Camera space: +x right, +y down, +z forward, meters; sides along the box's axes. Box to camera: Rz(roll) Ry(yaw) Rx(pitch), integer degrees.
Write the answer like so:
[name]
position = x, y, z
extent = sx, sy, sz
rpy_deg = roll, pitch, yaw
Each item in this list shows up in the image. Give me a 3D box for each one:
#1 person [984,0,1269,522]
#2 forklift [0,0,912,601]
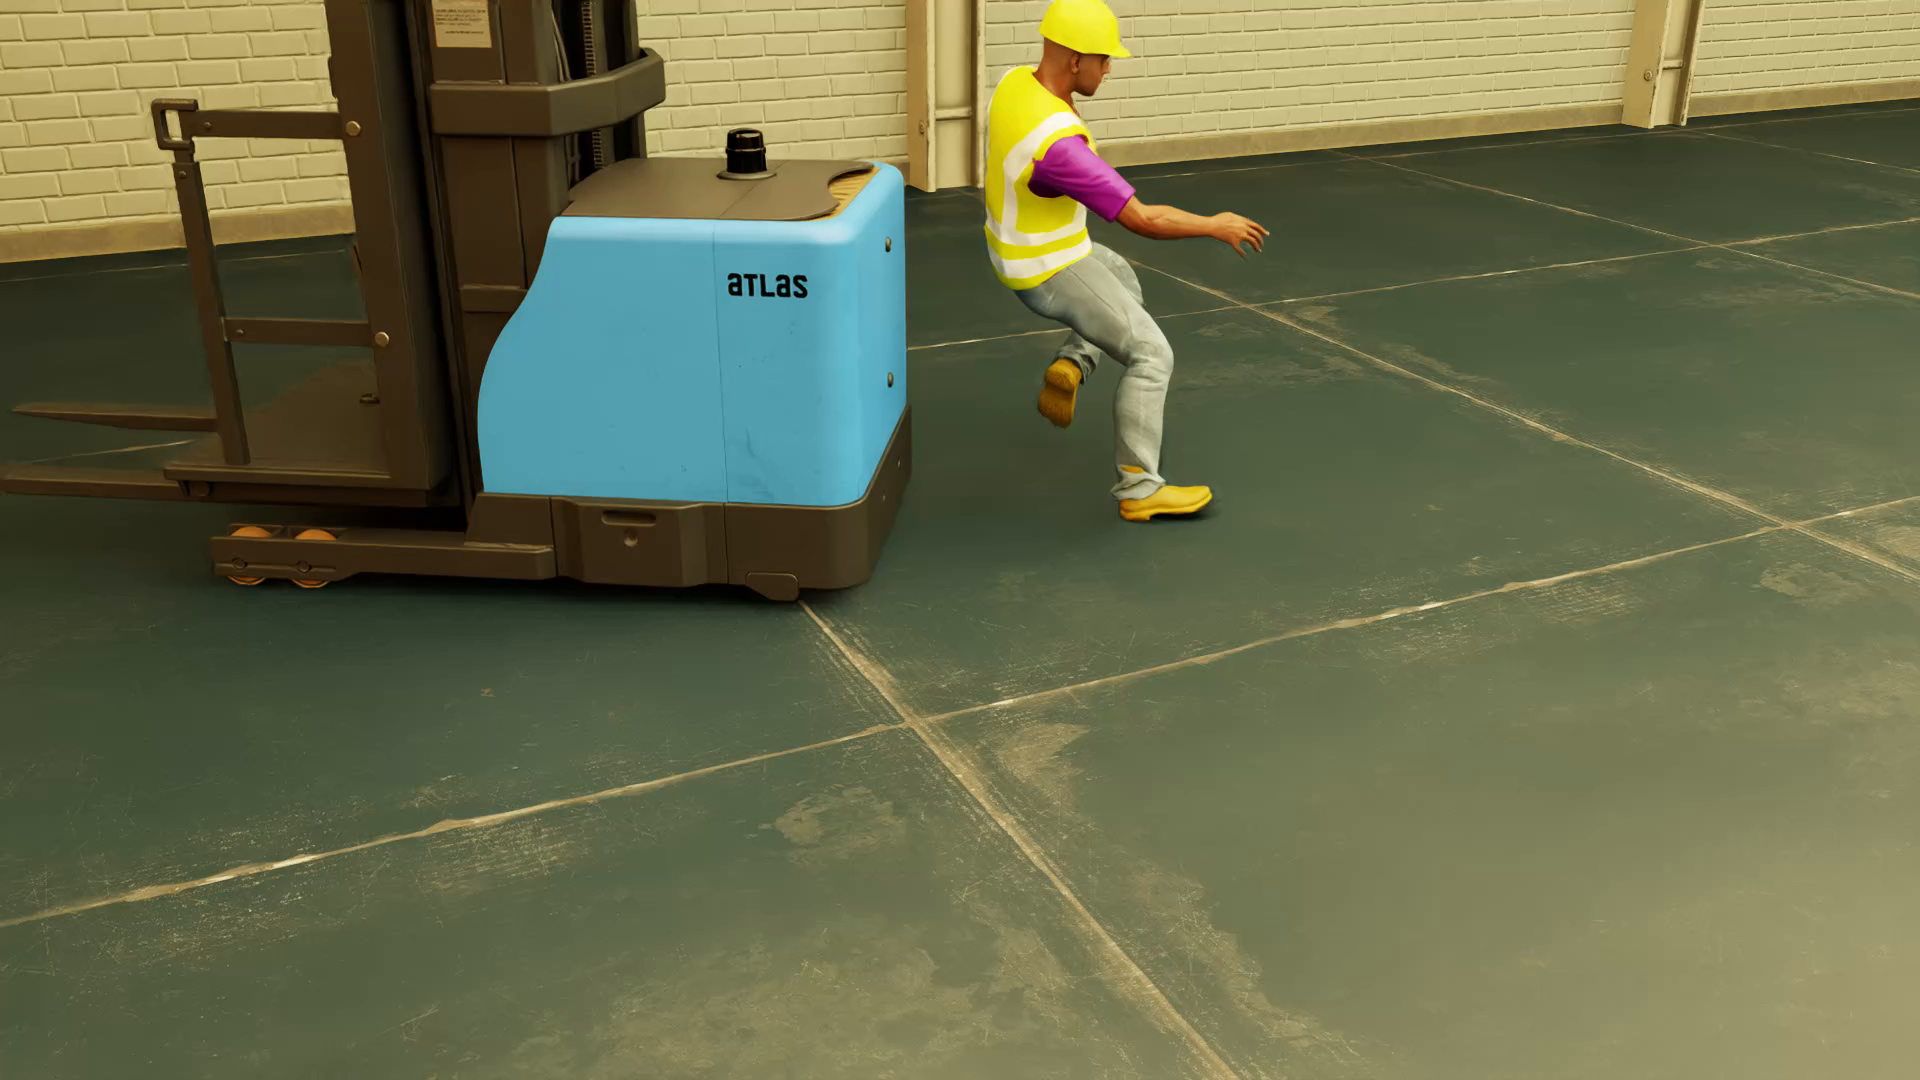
[person]
position = 0.503, -0.930, 5.312
extent = 0.808, 1.572, 0.836
rpy_deg = -4, 23, -10
[forklift]
position = -1.712, -1.412, 4.686
extent = 3.031, 2.935, 1.130
rpy_deg = 3, 23, 6
